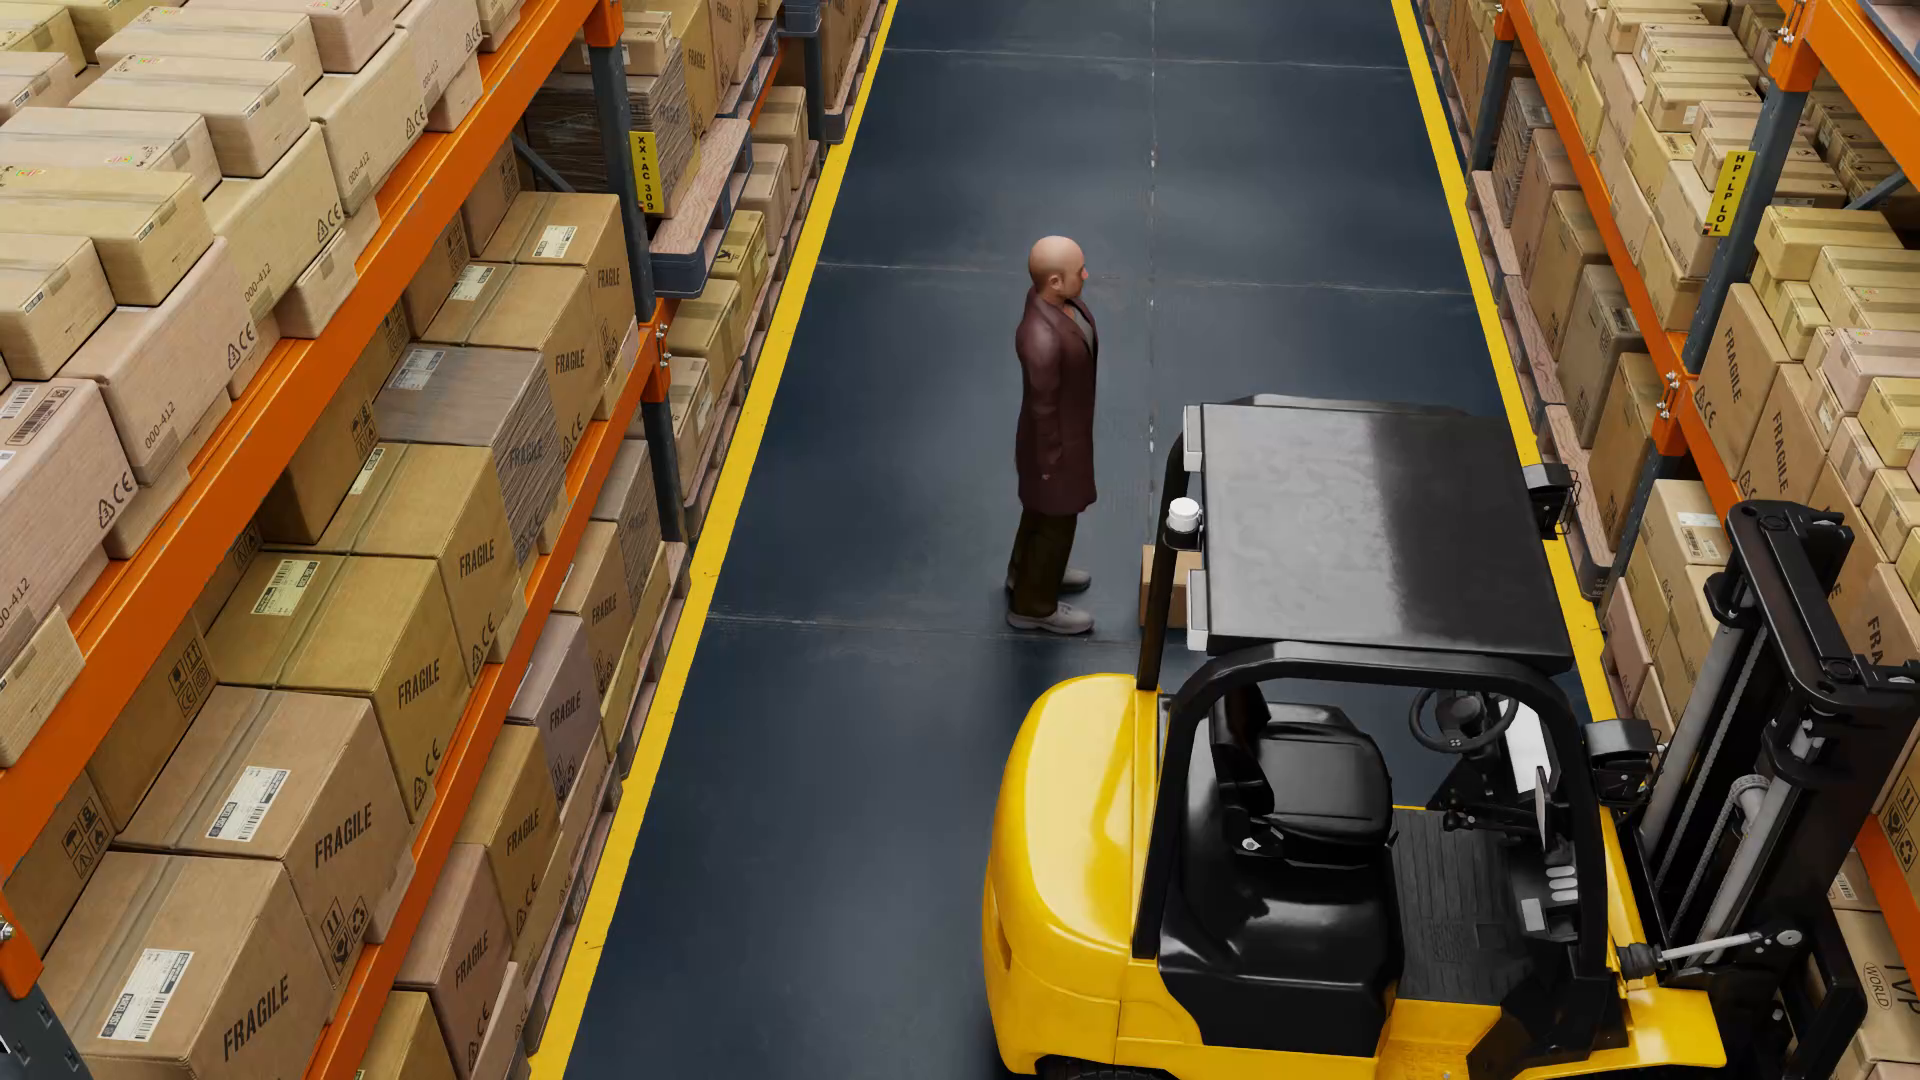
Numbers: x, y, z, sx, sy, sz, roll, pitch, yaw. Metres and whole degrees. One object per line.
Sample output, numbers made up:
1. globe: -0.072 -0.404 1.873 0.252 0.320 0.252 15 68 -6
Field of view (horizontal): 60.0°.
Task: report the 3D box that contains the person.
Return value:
1. person: 0.391 -0.420 6.680 0.402 1.780 0.562 4 40 5
